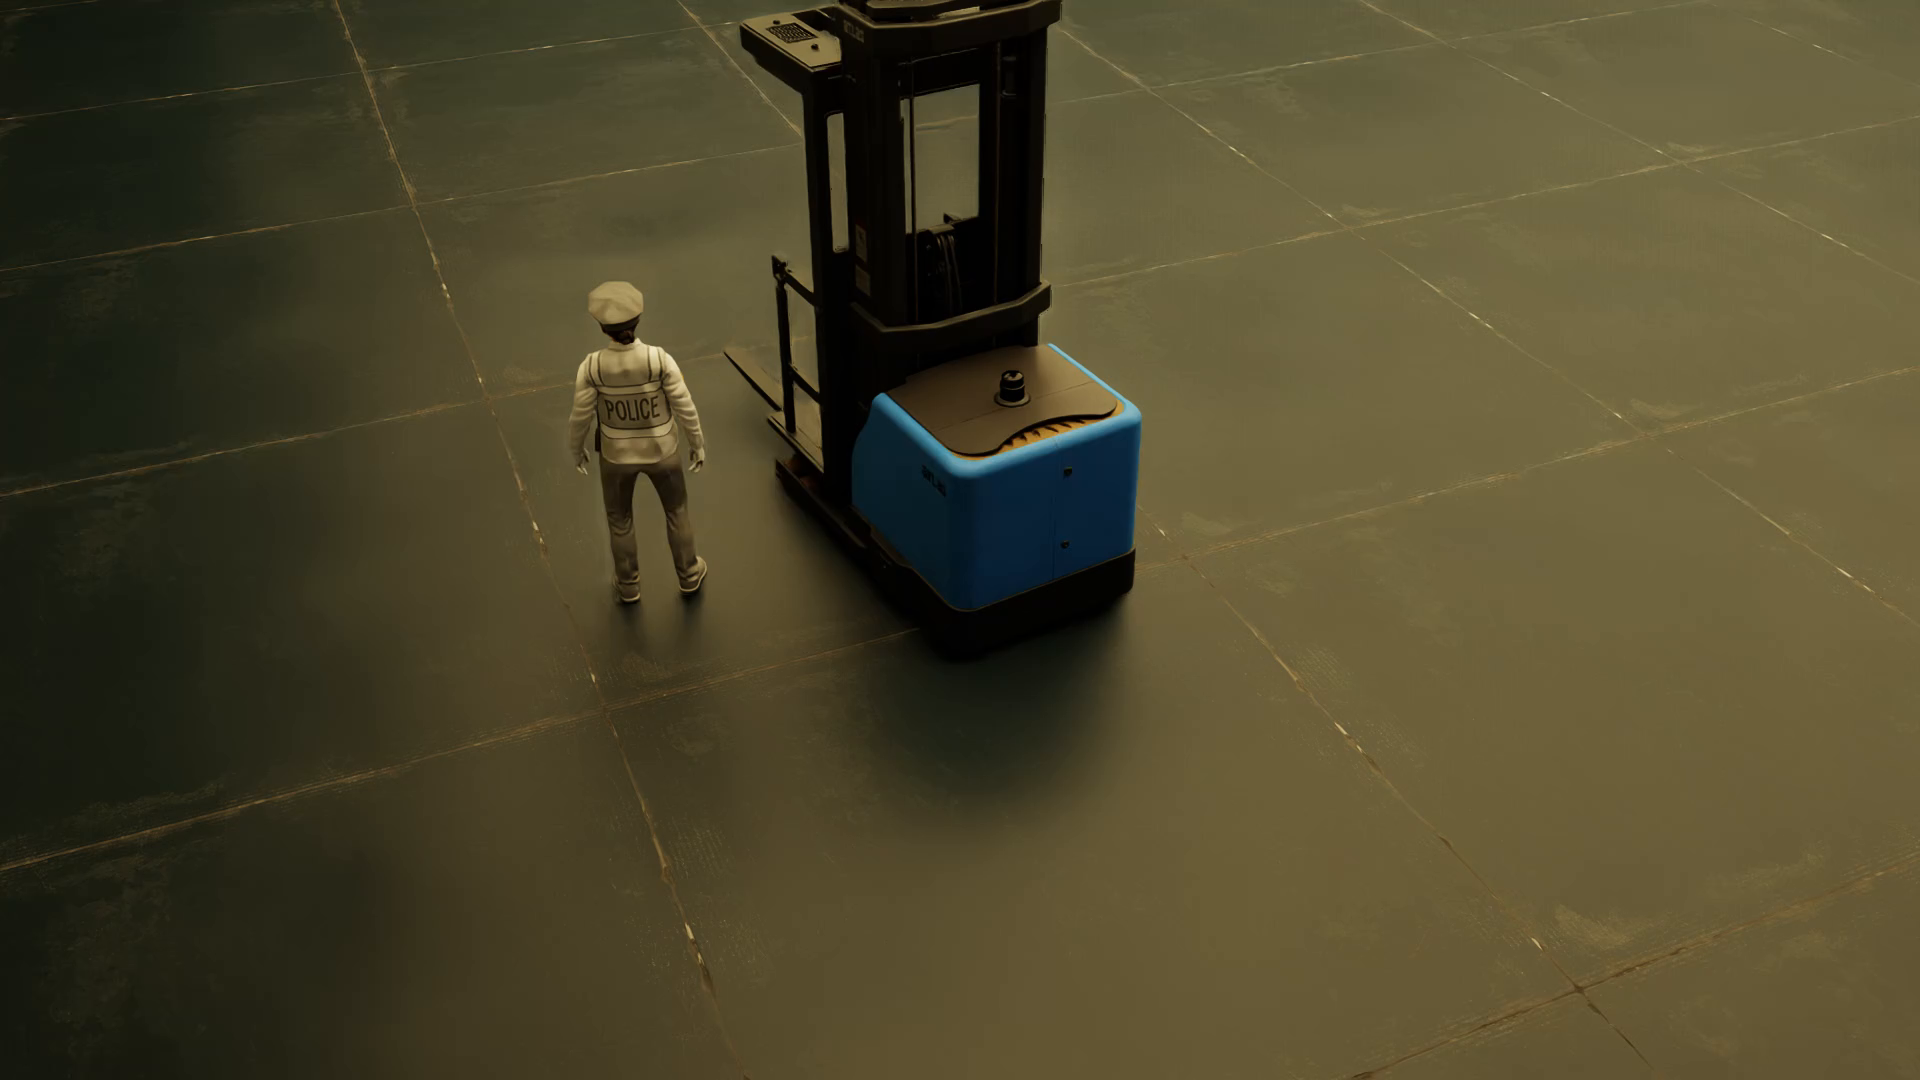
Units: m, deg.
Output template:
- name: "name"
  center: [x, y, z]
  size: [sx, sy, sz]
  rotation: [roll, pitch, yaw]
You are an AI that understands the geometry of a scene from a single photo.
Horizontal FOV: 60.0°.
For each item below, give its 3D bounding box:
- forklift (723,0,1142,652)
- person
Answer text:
- name: "forklift"
  center: [-0.337, -1.499, 8.206]
  size: [1.130, 2.935, 3.031]
  rotation: [-19, 40, -25]
- name: "person"
  center: [-1.512, -0.437, 7.795]
  size: [0.624, 1.681, 0.403]
  rotation: [-6, 36, -8]
